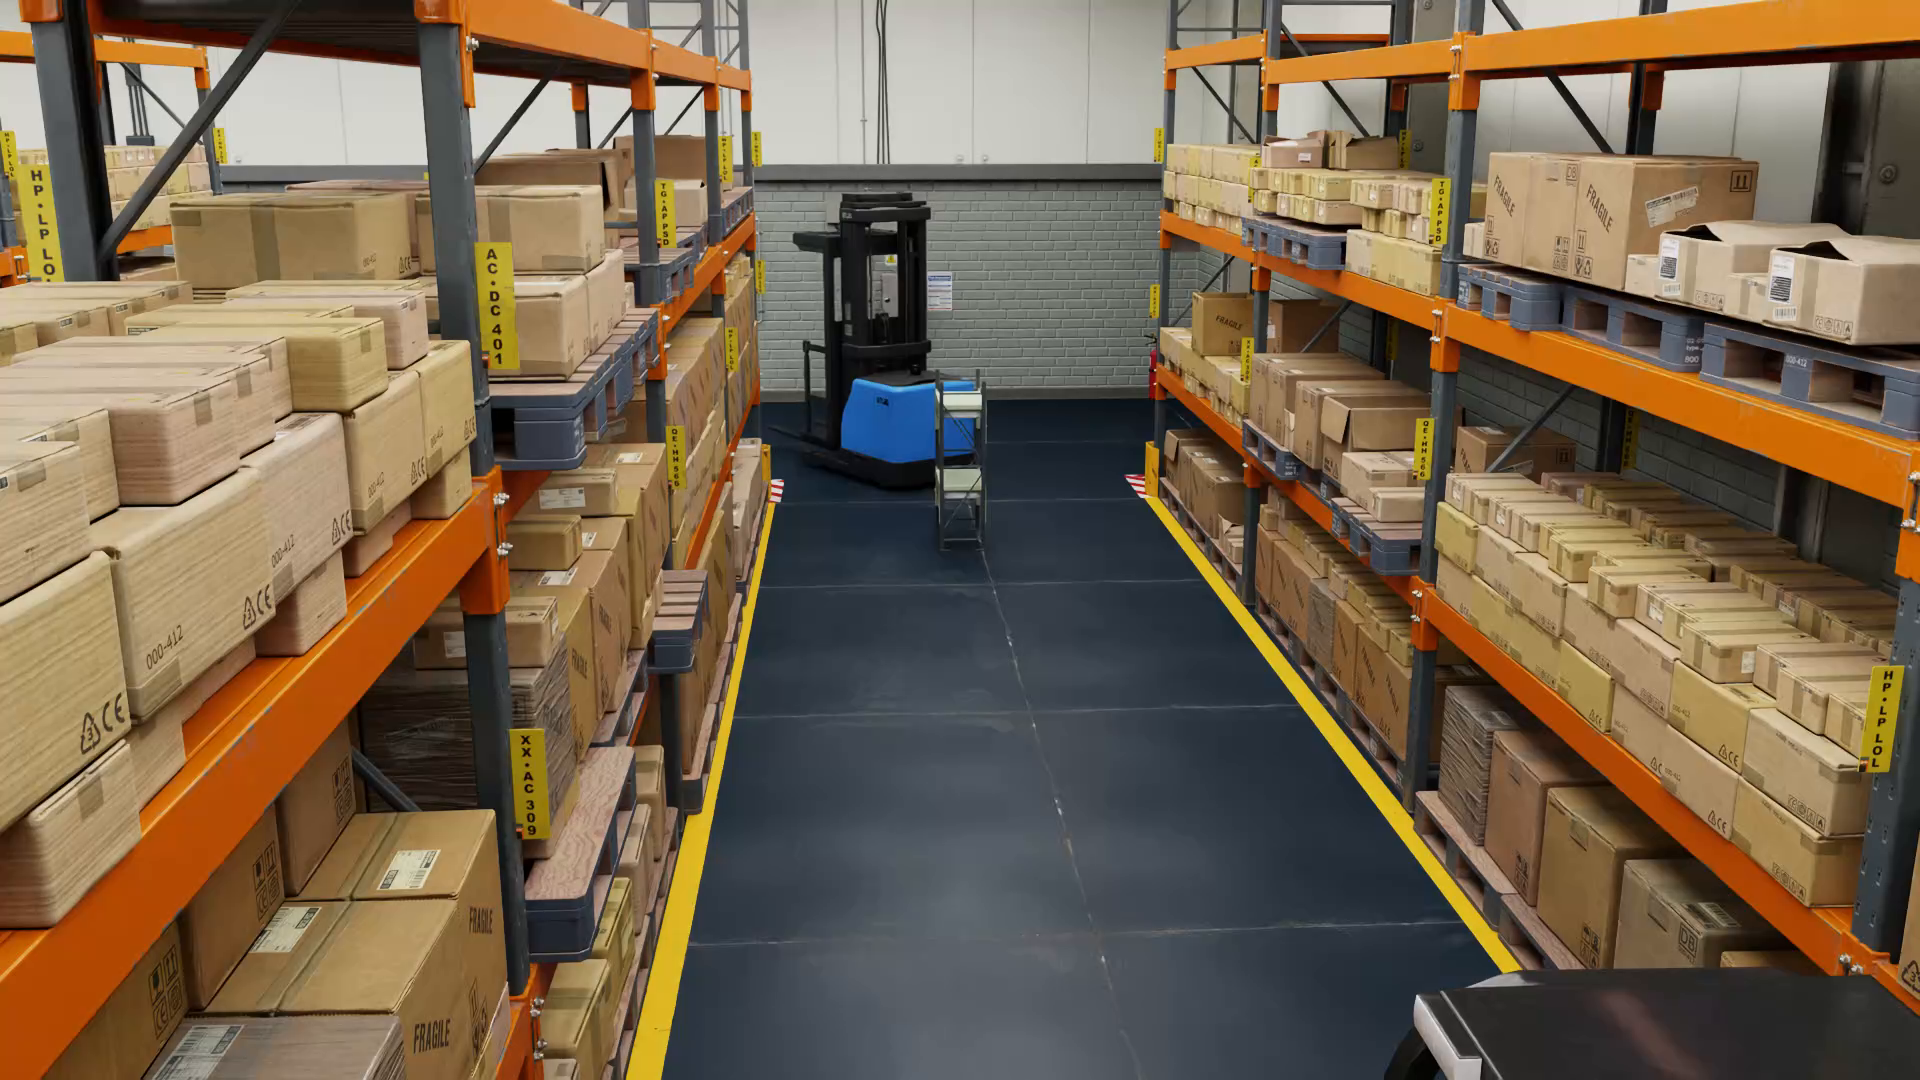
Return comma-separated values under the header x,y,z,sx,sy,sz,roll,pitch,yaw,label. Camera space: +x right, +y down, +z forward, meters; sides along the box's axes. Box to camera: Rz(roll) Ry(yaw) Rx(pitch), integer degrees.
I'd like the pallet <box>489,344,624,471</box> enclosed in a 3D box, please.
x,y,z,sx,sy,sz,roll,pitch,yaw,label
-1.672,-0.407,4.947,1.213,0.211,1.003,-1,14,-3,pallet

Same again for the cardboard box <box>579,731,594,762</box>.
x,y,z,sx,sy,sz,roll,pitch,yaw,label
-1.534,0.689,5.989,0.380,0.149,0.250,-1,14,-3,cardboard box

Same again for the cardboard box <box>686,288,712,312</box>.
x,y,z,sx,sy,sz,roll,pitch,yaw,label
-1.997,-1.809,12.530,0.380,0.149,0.250,-1,14,-4,cardboard box

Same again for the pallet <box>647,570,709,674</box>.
x,y,z,sx,sy,sz,roll,pitch,yaw,label
-1.838,0.383,7.902,1.213,0.211,1.003,-1,14,-3,pallet

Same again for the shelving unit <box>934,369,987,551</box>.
x,y,z,sx,sy,sz,roll,pitch,yaw,label
0.000,-0.725,14.833,0.431,1.500,0.755,-1,14,-3,shelving unit

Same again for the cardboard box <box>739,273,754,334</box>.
x,y,z,sx,sy,sz,roll,pitch,yaw,label
-2.155,-2.162,15.201,0.500,0.500,0.500,-1,14,-3,cardboard box

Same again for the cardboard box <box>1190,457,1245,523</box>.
x,y,z,sx,sy,sz,roll,pitch,yaw,label
2.360,-0.445,14.912,0.500,0.500,0.500,-1,14,-2,cardboard box

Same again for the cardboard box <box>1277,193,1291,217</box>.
x,y,z,sx,sy,sz,roll,pitch,yaw,label
2.365,-2.269,11.268,0.380,0.149,0.250,-1,14,-3,cardboard box

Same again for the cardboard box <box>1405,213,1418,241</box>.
x,y,z,sx,sy,sz,roll,pitch,yaw,label
2.716,-1.751,9.293,0.380,0.149,0.250,-1,14,-2,cardboard box

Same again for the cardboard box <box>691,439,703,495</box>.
x,y,z,sx,sy,sz,roll,pitch,yaw,label
-1.823,-0.437,10.004,0.500,0.250,0.500,-1,14,-4,cardboard box

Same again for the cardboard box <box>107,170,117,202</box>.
x,y,z,sx,sy,sz,roll,pitch,yaw,label
-7.004,-2.773,13.064,0.500,0.250,0.500,-1,14,-2,cardboard box

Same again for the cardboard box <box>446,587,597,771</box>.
x,y,z,sx,sy,sz,roll,pitch,yaw,label
-1.515,0.468,5.547,0.500,0.500,0.500,-1,14,-3,cardboard box

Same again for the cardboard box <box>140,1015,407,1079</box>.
x,y,z,sx,sy,sz,roll,pitch,yaw,label
-1.389,1.281,3.232,0.500,0.500,0.500,0,14,-2,cardboard box

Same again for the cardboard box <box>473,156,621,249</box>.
x,y,z,sx,sy,sz,roll,pitch,yaw,label
-2.239,-1.833,9.068,0.700,0.500,0.500,-2,15,-6,cardboard box

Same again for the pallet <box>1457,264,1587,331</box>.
x,y,z,sx,sy,sz,roll,pitch,yaw,label
3.097,-1.157,7.861,1.213,0.211,1.003,0,14,-1,pallet

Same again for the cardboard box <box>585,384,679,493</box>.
x,y,z,sx,sy,sz,roll,pitch,yaw,label
-1.775,-0.544,8.915,0.500,0.500,0.500,-1,14,-5,cardboard box

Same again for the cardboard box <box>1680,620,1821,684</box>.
x,y,z,sx,sy,sz,roll,pitch,yaw,label
2.825,0.399,5.954,0.380,0.149,0.250,-1,14,-5,cardboard box

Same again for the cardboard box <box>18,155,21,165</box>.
x,y,z,sx,sy,sz,roll,pitch,yaw,label
-6.947,-2.670,11.861,0.380,0.149,0.250,-1,14,-4,cardboard box

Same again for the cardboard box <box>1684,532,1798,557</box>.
x,y,z,sx,sy,sz,roll,pitch,yaw,label
3.393,0.068,7.240,0.380,0.149,0.250,-1,14,-4,cardboard box

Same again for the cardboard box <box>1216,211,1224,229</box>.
x,y,z,sx,sy,sz,roll,pitch,yaw,label
2.361,-2.692,13.954,0.380,0.149,0.250,-1,14,-3,cardboard box

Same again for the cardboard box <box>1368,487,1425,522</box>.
x,y,z,sx,sy,sz,roll,pitch,yaw,label
2.542,-0.202,9.453,0.380,0.149,0.250,-1,14,-2,cardboard box

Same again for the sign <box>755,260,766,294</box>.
x,y,z,sx,sy,sz,roll,pitch,yaw,label
-1.942,-2.555,16.139,0.100,0.325,0.005,-1,14,-3,sign

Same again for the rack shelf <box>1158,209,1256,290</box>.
x,y,z,sx,sy,sz,roll,pitch,yaw,label
2.594,-2.559,14.378,1.077,0.370,4.000,-1,14,-3,rack shelf

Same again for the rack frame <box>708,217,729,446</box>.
x,y,z,sx,sy,sz,roll,pitch,yaw,label
-2.236,-0.880,12.427,1.000,3.000,0.127,-1,14,-3,rack frame

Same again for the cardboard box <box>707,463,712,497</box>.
x,y,z,sx,sy,sz,roll,pitch,yaw,label
-1.914,-0.447,11.046,0.500,0.250,0.500,-1,14,-5,cardboard box

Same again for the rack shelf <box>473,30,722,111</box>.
x,y,z,sx,sy,sz,roll,pitch,yaw,label
-2.112,-2.746,9.886,1.077,0.370,4.000,-1,14,-3,rack shelf

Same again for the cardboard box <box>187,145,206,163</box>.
x,y,z,sx,sy,sz,roll,pitch,yaw,label
-7.104,-3.510,15.128,0.380,0.149,0.250,-1,14,-4,cardboard box

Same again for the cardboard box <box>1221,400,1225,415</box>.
x,y,z,sx,sy,sz,roll,pitch,yaw,label
2.379,-1.106,13.808,0.380,0.149,0.250,-1,14,-2,cardboard box

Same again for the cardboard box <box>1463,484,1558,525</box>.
x,y,z,sx,sy,sz,roll,pitch,yaw,label
2.709,-0.175,8.185,0.380,0.149,0.250,-1,14,-2,cardboard box

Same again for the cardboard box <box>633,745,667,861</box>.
x,y,z,sx,sy,sz,roll,pitch,yaw,label
-1.963,1.325,8.289,0.950,0.372,0.625,-2,15,-7,cardboard box

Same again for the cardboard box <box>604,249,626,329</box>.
x,y,z,sx,sy,sz,roll,pitch,yaw,label
-1.462,-0.876,5.851,0.500,0.250,0.500,-1,14,-4,cardboard box

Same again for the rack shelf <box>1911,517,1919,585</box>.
x,y,z,sx,sy,sz,roll,pitch,yaw,label
3.337,0.425,2.779,1.077,0.370,4.000,-1,14,-3,rack shelf

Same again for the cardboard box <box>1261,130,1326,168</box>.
x,y,z,sx,sy,sz,roll,pitch,yaw,label
2.388,-2.805,11.921,0.396,0.266,0.258,-1,14,-4,cardboard box

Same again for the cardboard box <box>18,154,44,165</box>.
x,y,z,sx,sy,sz,roll,pitch,yaw,label
-6.930,-2.738,12.126,0.380,0.149,0.250,-2,15,-6,cardboard box

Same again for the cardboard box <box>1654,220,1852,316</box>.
x,y,z,sx,sy,sz,roll,pitch,yaw,label
2.878,-0.997,5.995,0.500,0.311,0.500,-1,14,-5,cardboard box

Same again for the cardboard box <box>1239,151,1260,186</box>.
x,y,z,sx,sy,sz,roll,pitch,yaw,label
2.446,-2.846,12.748,0.500,0.250,0.500,-1,14,-3,cardboard box

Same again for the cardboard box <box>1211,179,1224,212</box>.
x,y,z,sx,sy,sz,roll,pitch,yaw,label
2.375,-2.855,13.785,0.500,0.250,0.500,-1,14,-2,cardboard box

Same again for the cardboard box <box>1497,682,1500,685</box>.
x,y,z,sx,sy,sz,roll,pitch,yaw,label
3.219,0.935,9.546,0.500,0.500,0.500,0,14,-1,cardboard box

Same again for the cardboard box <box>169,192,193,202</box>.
x,y,z,sx,sy,sz,roll,pitch,yaw,label
-7.087,-2.918,14.627,0.500,0.250,0.500,-1,14,-3,cardboard box

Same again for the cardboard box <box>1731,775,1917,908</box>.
x,y,z,sx,sy,sz,roll,pitch,yaw,label
2.921,0.983,5.486,0.500,0.250,0.500,-1,14,-2,cardboard box

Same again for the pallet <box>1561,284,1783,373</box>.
x,y,z,sx,sy,sz,roll,pitch,yaw,label
3.169,-0.879,6.781,1.003,0.211,1.213,0,14,-1,pallet

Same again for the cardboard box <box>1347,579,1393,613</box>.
x,y,z,sx,sy,sz,roll,pitch,yaw,label
2.675,0.349,10.521,0.380,0.149,0.250,-1,14,-4,cardboard box

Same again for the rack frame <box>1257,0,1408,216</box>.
x,y,z,sx,sy,sz,roll,pitch,yaw,label
2.718,-3.863,11.981,1.000,3.000,0.127,-1,14,-3,rack frame

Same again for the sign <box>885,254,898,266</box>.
x,y,z,sx,sy,sz,roll,pitch,yaw,label
-0.819,-3.724,21.822,0.339,0.242,0.001,-1,14,-3,sign

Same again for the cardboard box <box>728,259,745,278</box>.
x,y,z,sx,sy,sz,roll,pitch,yaw,label
-2.148,-2.447,15.006,0.380,0.149,0.250,-1,14,-2,cardboard box

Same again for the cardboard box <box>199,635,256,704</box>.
x,y,z,sx,sy,sz,roll,pitch,yaw,label
-1.435,0.174,2.814,0.380,0.149,0.250,-1,14,-2,cardboard box

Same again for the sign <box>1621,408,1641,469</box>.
x,y,z,sx,sy,sz,roll,pitch,yaw,label
3.519,-0.533,8.754,0.100,0.325,0.005,-1,14,-3,sign

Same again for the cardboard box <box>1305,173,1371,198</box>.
x,y,z,sx,sy,sz,roll,pitch,yaw,label
2.447,-2.284,10.728,0.380,0.149,0.250,-1,14,-3,cardboard box

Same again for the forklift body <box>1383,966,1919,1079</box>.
x,y,z,sx,sy,sz,roll,pitch,yaw,label
1.523,1.994,2.959,2.313,2.155,1.214,-1,14,-3,forklift body

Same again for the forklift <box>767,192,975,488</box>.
x,y,z,sx,sy,sz,roll,pitch,yaw,label
-1.097,-2.264,17.944,1.130,2.935,3.031,-10,17,-34,forklift

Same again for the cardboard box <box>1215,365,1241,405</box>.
x,y,z,sx,sy,sz,roll,pitch,yaw,label
2.397,-1.276,13.671,0.500,0.250,0.500,-1,14,-3,cardboard box

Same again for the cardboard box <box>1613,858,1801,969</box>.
x,y,z,sx,sy,sz,roll,pitch,yaw,label
3.129,1.656,6.494,0.875,0.625,0.625,-1,14,-4,cardboard box

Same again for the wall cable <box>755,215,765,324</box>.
x,y,z,sx,sy,sz,roll,pitch,yaw,label
-2.857,-3.784,21.612,0.585,1.953,0.123,-1,14,-3,wall cable

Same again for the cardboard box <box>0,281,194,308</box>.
x,y,z,sx,sy,sz,roll,pitch,yaw,label
-2.047,-0.524,3.929,0.380,0.149,0.250,-1,14,-4,cardboard box

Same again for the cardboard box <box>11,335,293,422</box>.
x,y,z,sx,sy,sz,roll,pitch,yaw,label
-1.423,-0.273,2.953,0.380,0.149,0.250,-1,14,-5,cardboard box
